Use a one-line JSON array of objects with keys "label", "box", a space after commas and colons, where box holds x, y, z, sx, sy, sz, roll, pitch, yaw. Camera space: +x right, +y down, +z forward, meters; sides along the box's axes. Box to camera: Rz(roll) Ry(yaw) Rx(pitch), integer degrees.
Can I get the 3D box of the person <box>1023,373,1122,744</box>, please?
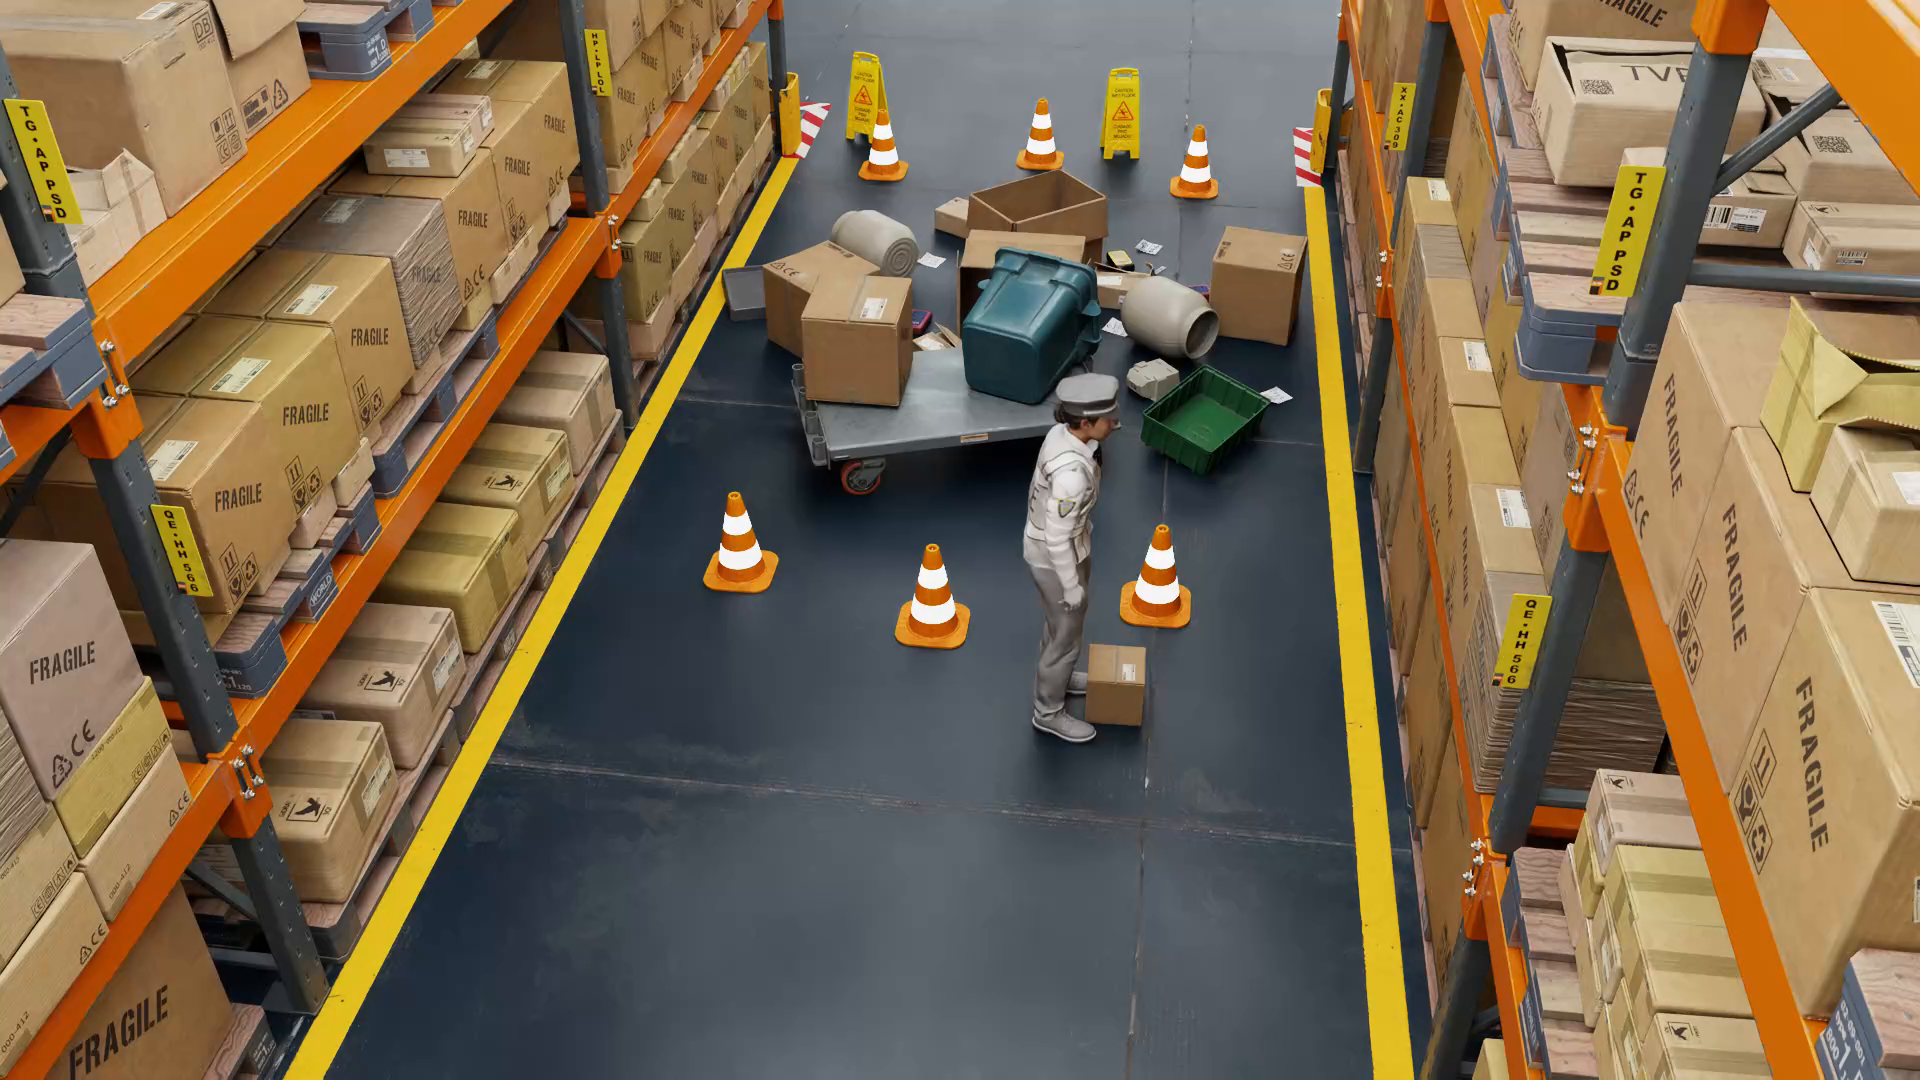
[{"label": "person", "box": [0.450, 0.061, 6.952, 0.372, 1.664, 0.528, 5, 37, 6]}]
